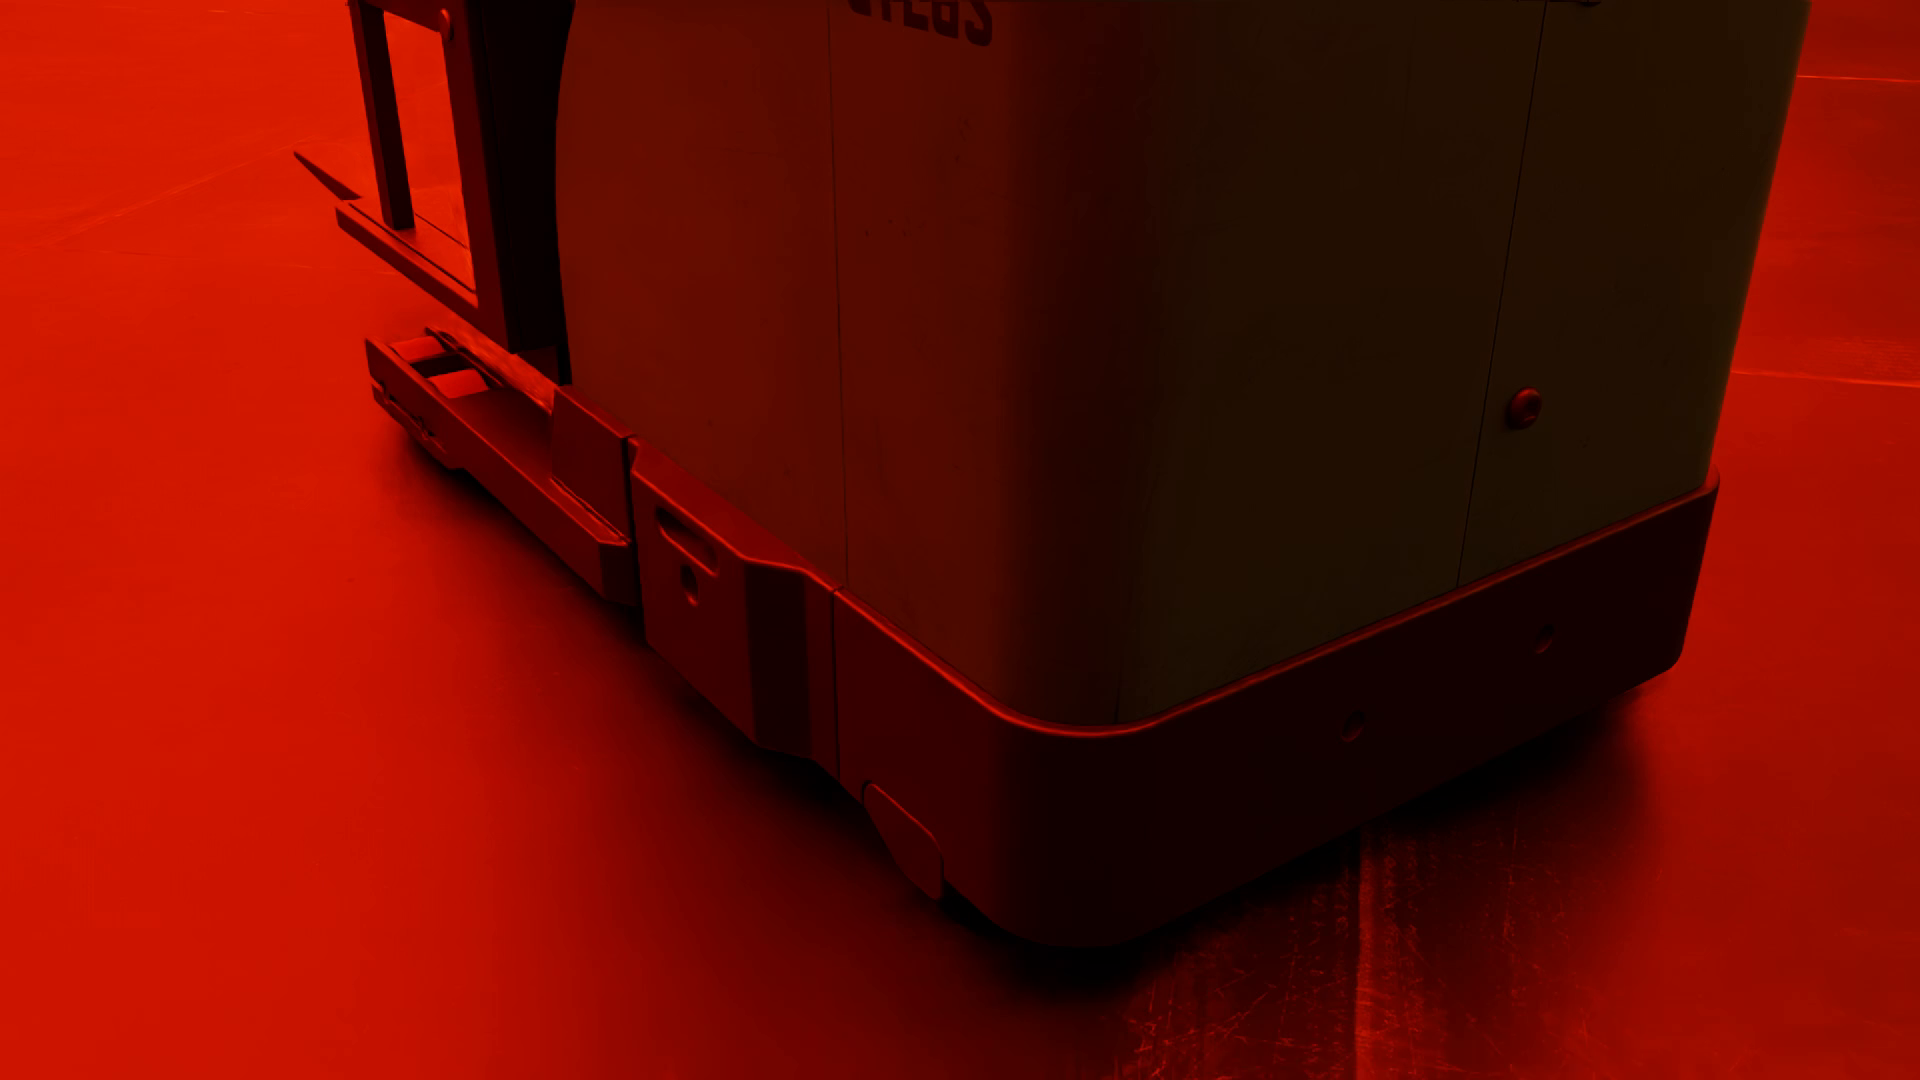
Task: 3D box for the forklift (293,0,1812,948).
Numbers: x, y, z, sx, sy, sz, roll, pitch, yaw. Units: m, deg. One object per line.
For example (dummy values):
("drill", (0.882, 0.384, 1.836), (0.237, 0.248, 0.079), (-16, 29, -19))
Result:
("forklift", (-0.359, -1.532, 2.282), (1.130, 2.935, 3.031), (-18, 32, -31))
